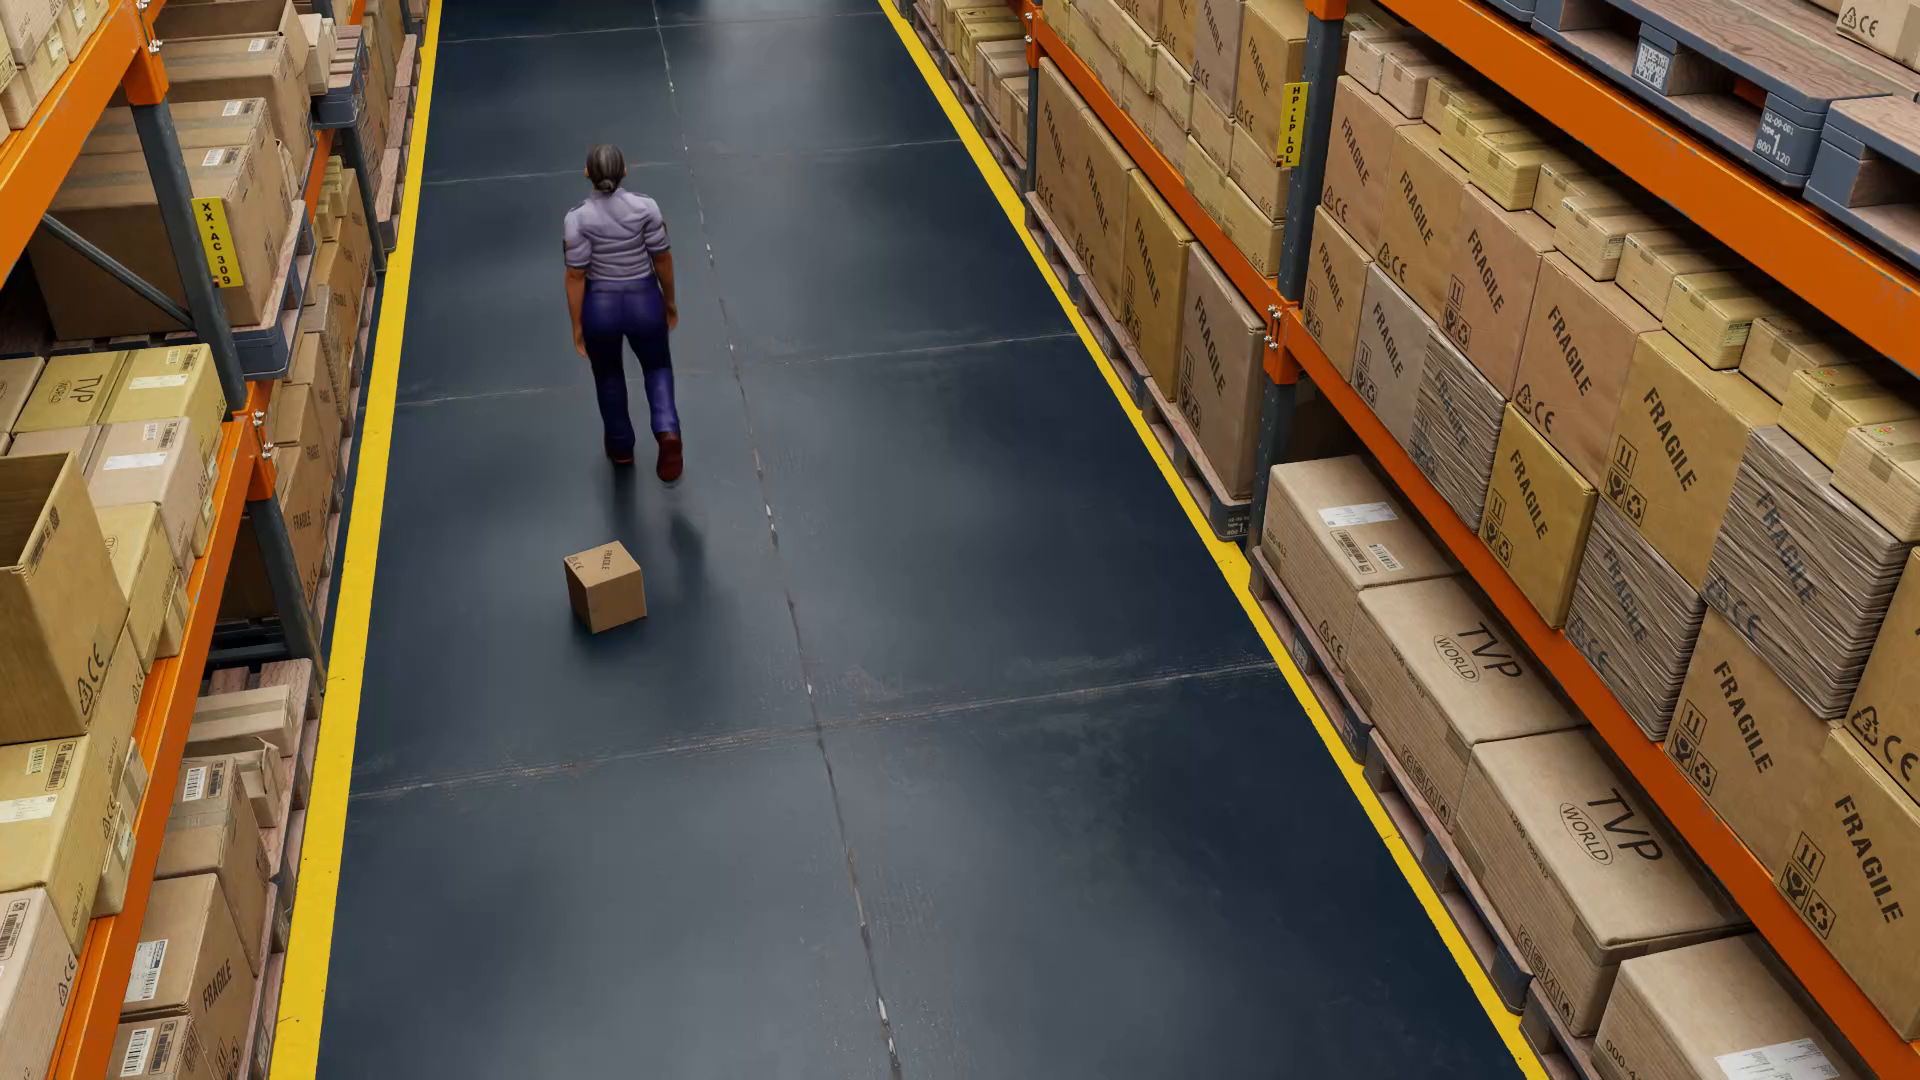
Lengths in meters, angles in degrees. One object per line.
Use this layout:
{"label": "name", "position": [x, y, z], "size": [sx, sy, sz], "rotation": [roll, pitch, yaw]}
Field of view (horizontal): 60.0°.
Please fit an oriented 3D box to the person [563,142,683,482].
{"label": "person", "position": [-1.533, -1.029, 7.631], "size": [0.497, 1.622, 0.654], "rotation": [-10, 36, -15]}
